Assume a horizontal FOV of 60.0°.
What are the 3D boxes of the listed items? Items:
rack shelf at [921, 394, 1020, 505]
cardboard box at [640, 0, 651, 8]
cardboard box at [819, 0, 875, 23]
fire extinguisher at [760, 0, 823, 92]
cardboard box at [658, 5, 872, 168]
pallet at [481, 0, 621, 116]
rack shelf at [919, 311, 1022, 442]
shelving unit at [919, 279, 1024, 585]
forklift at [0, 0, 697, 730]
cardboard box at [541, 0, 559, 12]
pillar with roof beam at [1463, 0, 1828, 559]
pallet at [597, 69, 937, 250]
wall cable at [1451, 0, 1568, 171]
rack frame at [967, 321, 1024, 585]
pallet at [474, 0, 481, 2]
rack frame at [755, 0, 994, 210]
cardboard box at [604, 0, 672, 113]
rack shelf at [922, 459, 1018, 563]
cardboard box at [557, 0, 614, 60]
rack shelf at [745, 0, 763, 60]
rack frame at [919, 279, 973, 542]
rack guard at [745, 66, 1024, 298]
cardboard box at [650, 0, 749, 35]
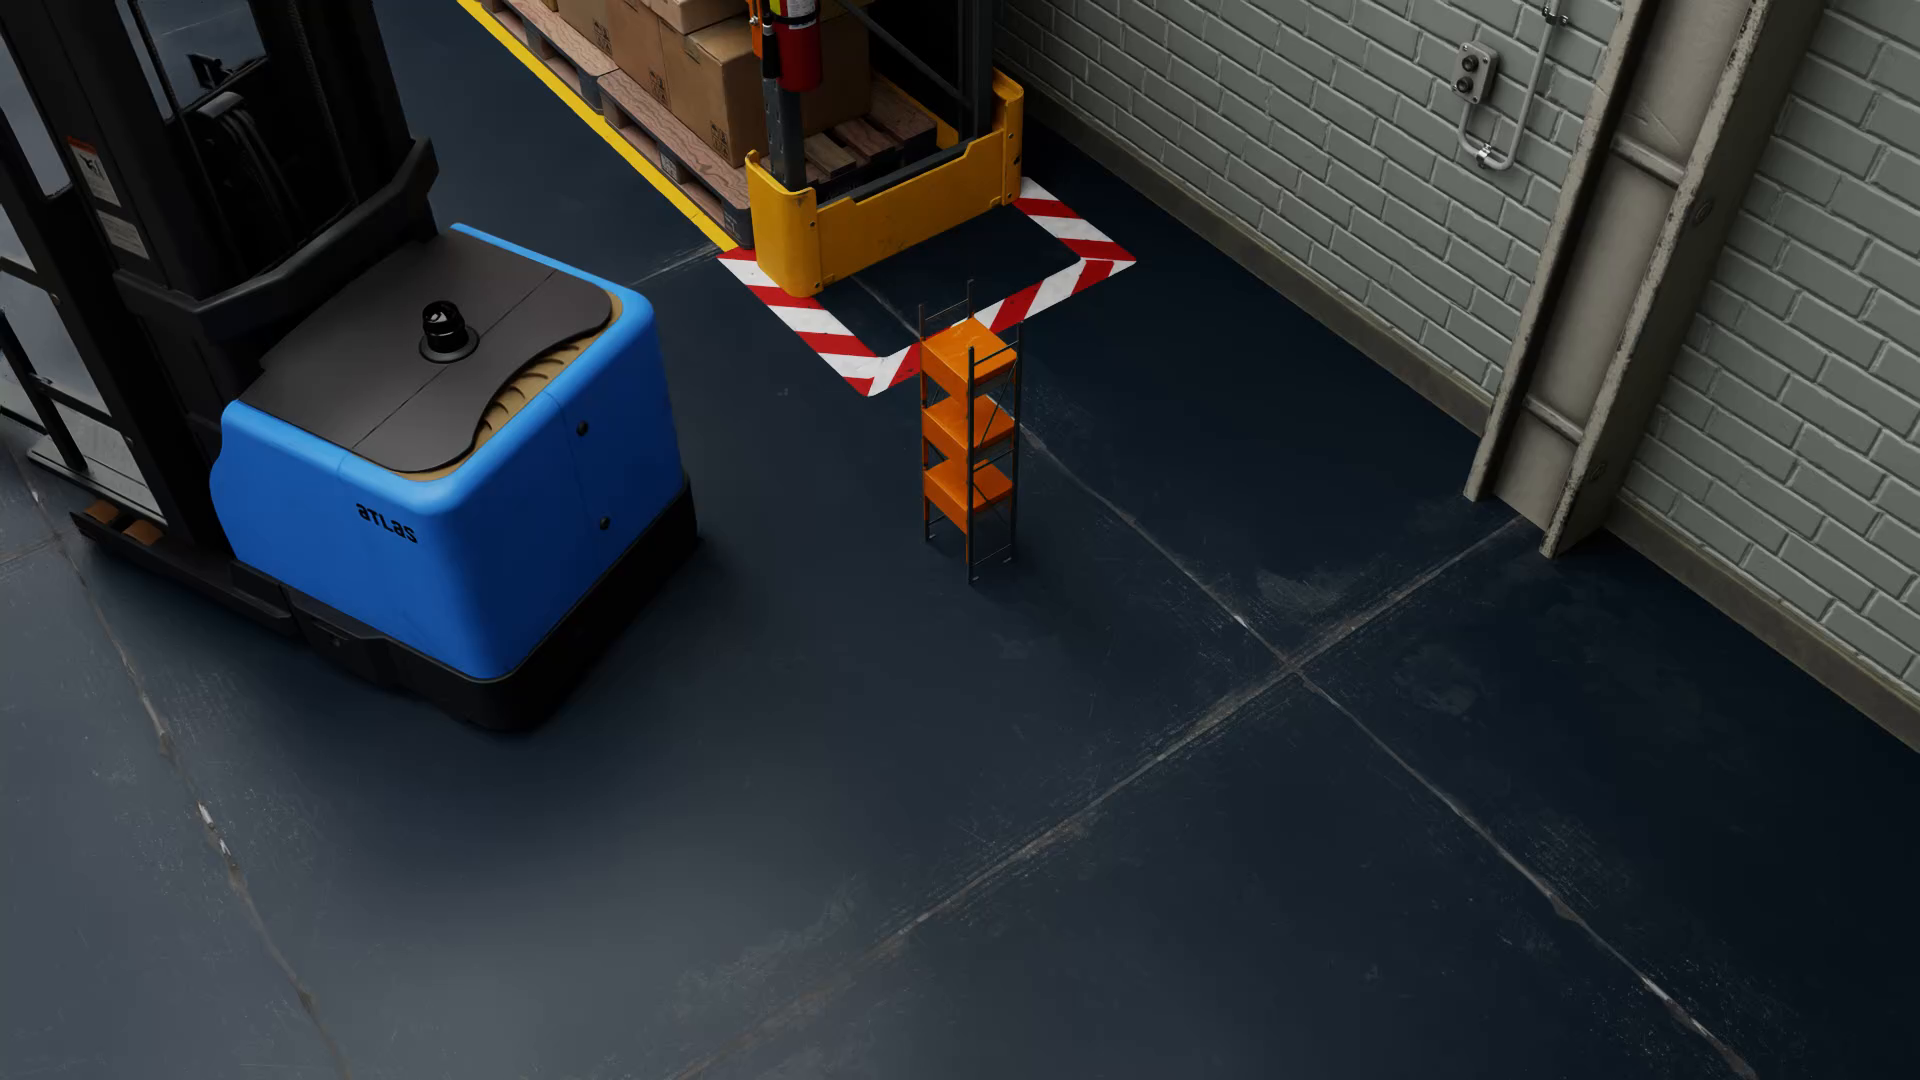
[{"bbox_3d":[0.032,-0.314,5.340,0.215,0.259,0.240,-29,54,-24],"label":"rack shelf"},{"bbox_3d":[-1.181,-2.360,6.831,0.380,0.149,0.250,-28,54,-23],"label":"cardboard box"},{"bbox_3d":[-0.568,-2.232,6.714,0.380,0.149,0.250,-29,54,-24],"label":"cardboard box"},{"bbox_3d":[-0.576,-1.881,5.735,0.296,0.674,0.183,-29,54,-24],"label":"fire extinguisher"},{"bbox_3d":[-0.803,-1.998,6.940,0.700,0.500,0.500,-29,54,-24],"label":"cardboard box"},{"bbox_3d":[-1.581,-2.547,7.917,1.003,0.211,1.213,-29,54,-24],"label":"pallet"},{"bbox_3d":[0.032,-0.505,5.130,0.215,0.259,0.240,-29,54,-24],"label":"rack shelf"},{"bbox_3d":[0.032,-0.321,5.332,0.215,1.050,0.252,-29,54,-24],"label":"shelving unit"},{"bbox_3d":[-2.436,-1.209,4.868,3.031,2.935,1.130,23,52,19],"label":"forklift"},{"bbox_3d":[-1.740,-2.900,7.758,0.700,0.500,0.500,-28,54,-23],"label":"cardboard box"},{"bbox_3d":[-1.403,-1.208,0.771,9.100,9.000,0.400,-29,54,-24],"label":"pillar with roof beam"},{"bbox_3d":[-0.846,-1.828,7.265,1.003,0.211,1.213,-29,54,-24],"label":"pallet"},{"bbox_3d":[1.228,-2.339,5.160,0.084,1.984,1.851,-29,54,-24],"label":"wall cable"},{"bbox_3d":[0.106,-0.249,5.267,0.200,1.050,0.008,-29,54,-24],"label":"rack frame"},{"bbox_3d":[-2.324,-3.267,8.569,1.003,0.211,1.213,-29,54,-24],"label":"pallet"},{"bbox_3d":[-0.300,-2.328,5.836,1.000,3.000,0.127,-29,54,-24],"label":"rack frame"},{"bbox_3d":[-1.106,-2.293,7.208,0.700,0.500,0.500,-30,54,-24],"label":"cardboard box"},{"bbox_3d":[0.032,-0.127,5.546,0.215,0.259,0.240,-29,54,-24],"label":"rack shelf"},{"bbox_3d":[-1.411,-2.589,7.476,0.700,0.500,0.500,-31,55,-25],"label":"cardboard box"},{"bbox_3d":[-1.511,-3.266,7.172,1.077,0.370,4.000,-29,54,-24],"label":"rack shelf"},{"bbox_3d":[-0.041,-0.393,5.398,0.200,1.050,0.008,-29,54,-24],"label":"rack frame"},{"bbox_3d":[-0.285,-1.475,6.750,1.175,0.500,0.348,-29,54,-24],"label":"rack guard"},{"bbox_3d":[-1.026,-2.210,6.694,0.380,0.149,0.250,-30,54,-24],"label":"cardboard box"}]
